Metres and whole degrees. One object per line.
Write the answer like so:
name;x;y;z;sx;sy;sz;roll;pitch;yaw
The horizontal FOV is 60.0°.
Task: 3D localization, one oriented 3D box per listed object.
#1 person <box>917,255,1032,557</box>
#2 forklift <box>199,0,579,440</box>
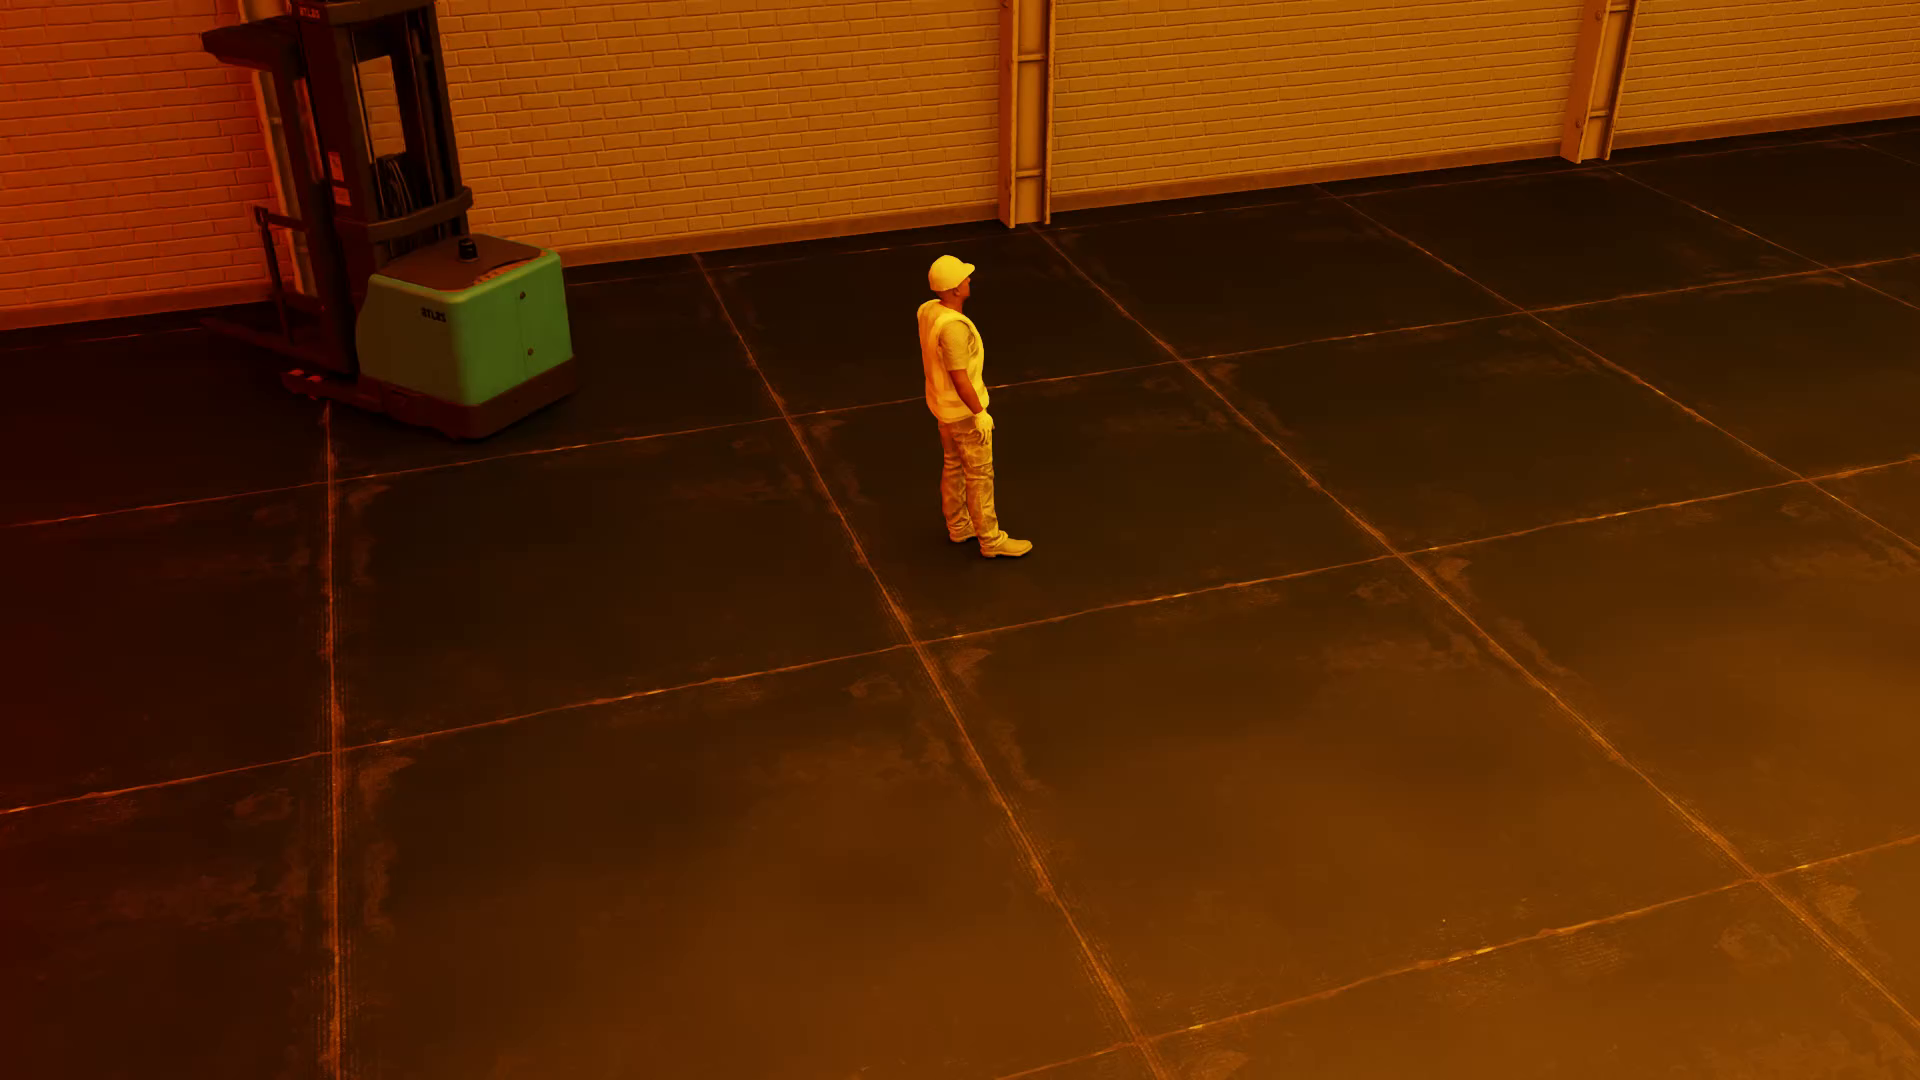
person;0.071;-0.787;9.592;0.575;1.784;0.656;-10;31;-16
forklift;-4.224;-2.472;11.384;3.031;2.935;1.130;17;34;27
